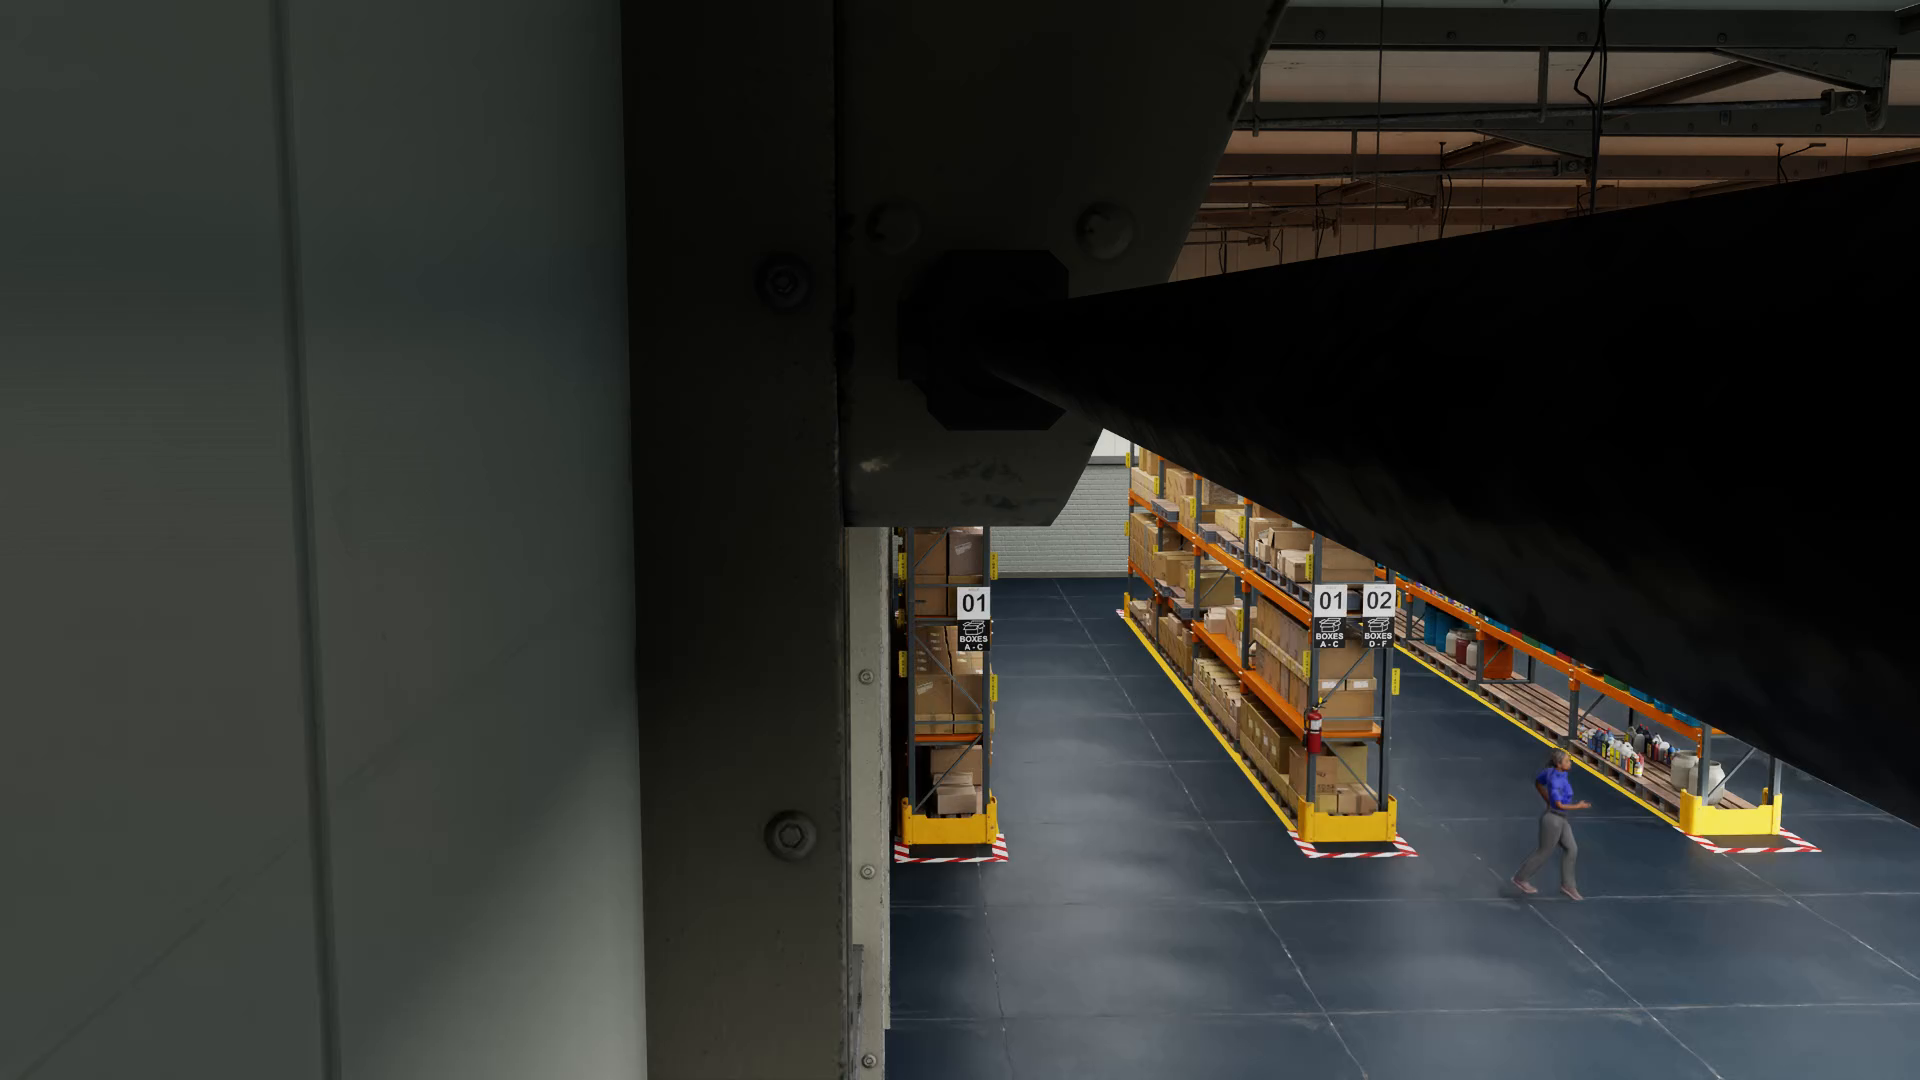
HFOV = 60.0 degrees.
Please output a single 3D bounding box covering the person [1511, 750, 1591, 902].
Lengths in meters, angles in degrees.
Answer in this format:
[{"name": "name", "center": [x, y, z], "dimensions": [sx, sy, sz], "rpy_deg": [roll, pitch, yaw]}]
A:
[{"name": "person", "center": [6.549, 3.163, 18.401], "dimensions": [0.791, 1.725, 0.588], "rpy_deg": [3, 8, 23]}]
